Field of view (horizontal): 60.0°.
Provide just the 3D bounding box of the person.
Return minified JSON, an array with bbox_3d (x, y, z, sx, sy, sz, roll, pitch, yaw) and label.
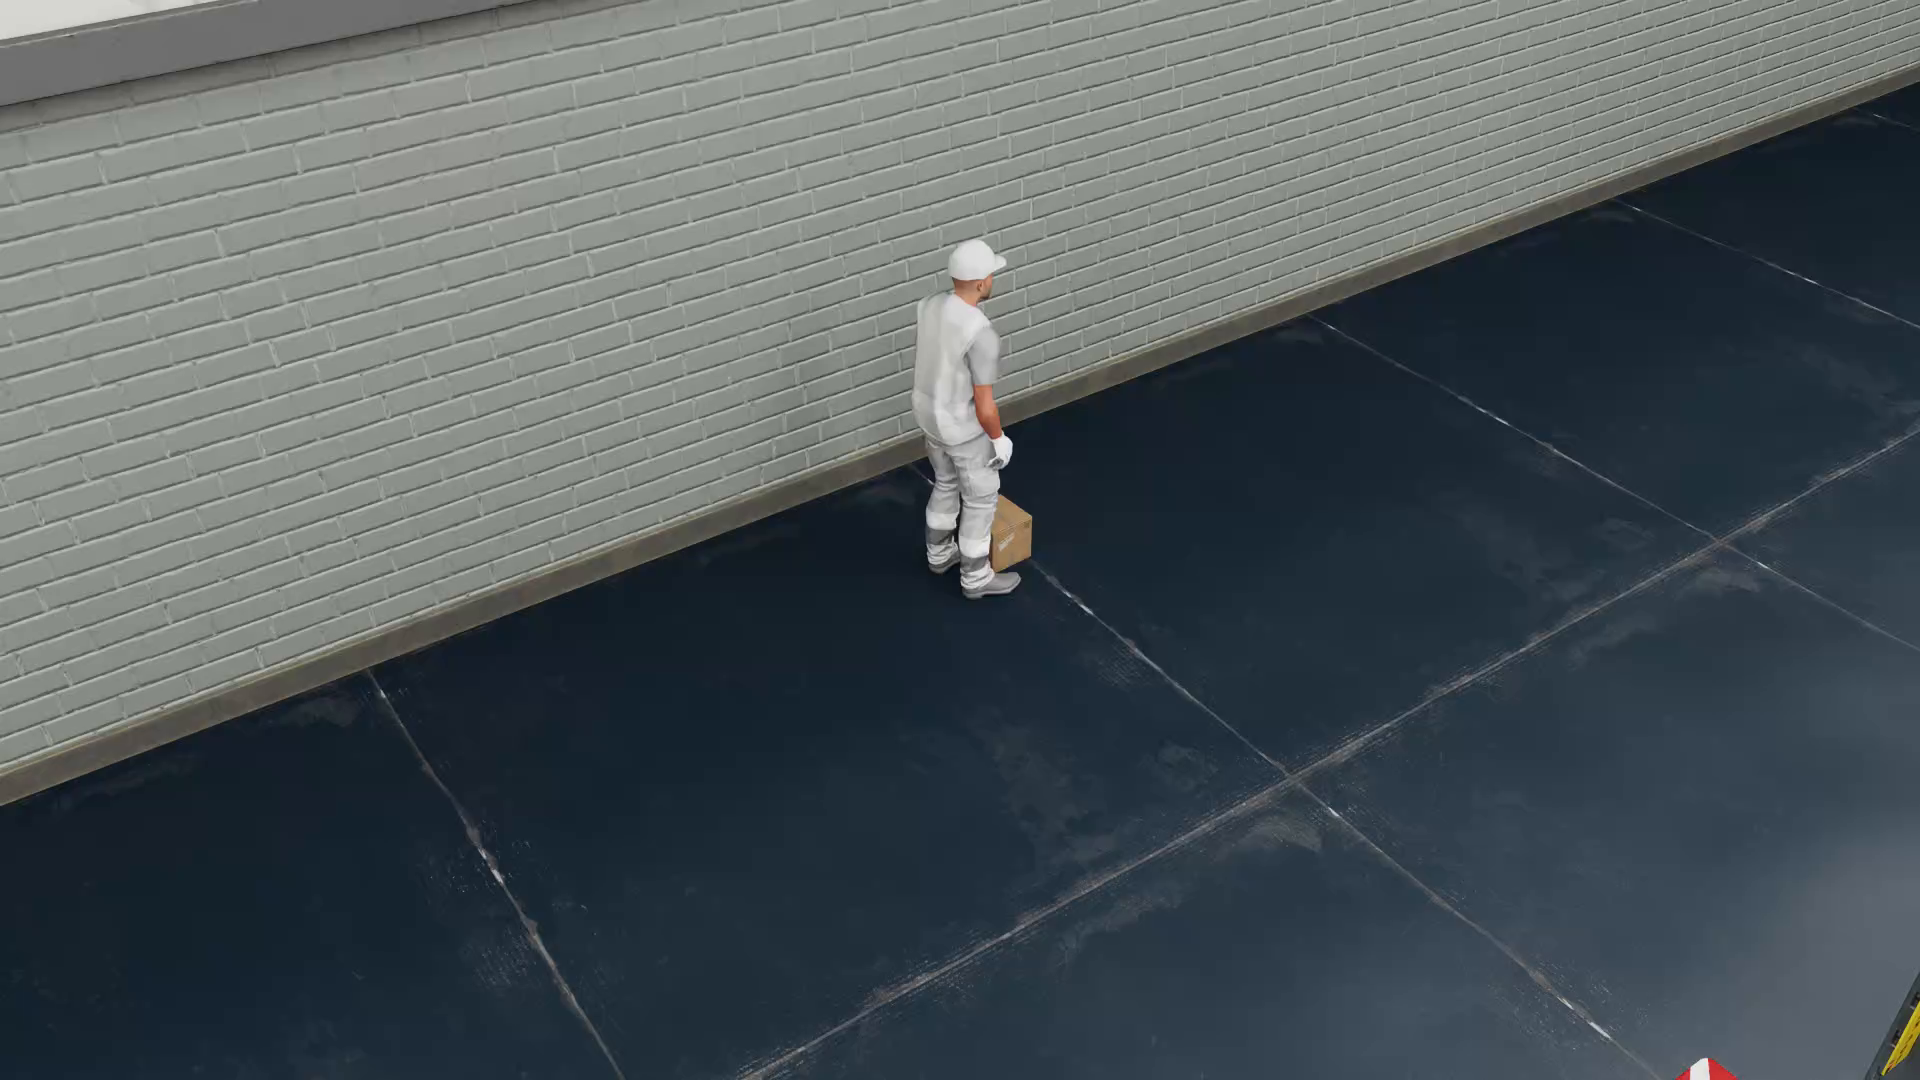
[{"bbox_3d":[0.019,-0.553,7.751,0.448,1.780,0.609,-22,41,-27],"label":"person"}]
